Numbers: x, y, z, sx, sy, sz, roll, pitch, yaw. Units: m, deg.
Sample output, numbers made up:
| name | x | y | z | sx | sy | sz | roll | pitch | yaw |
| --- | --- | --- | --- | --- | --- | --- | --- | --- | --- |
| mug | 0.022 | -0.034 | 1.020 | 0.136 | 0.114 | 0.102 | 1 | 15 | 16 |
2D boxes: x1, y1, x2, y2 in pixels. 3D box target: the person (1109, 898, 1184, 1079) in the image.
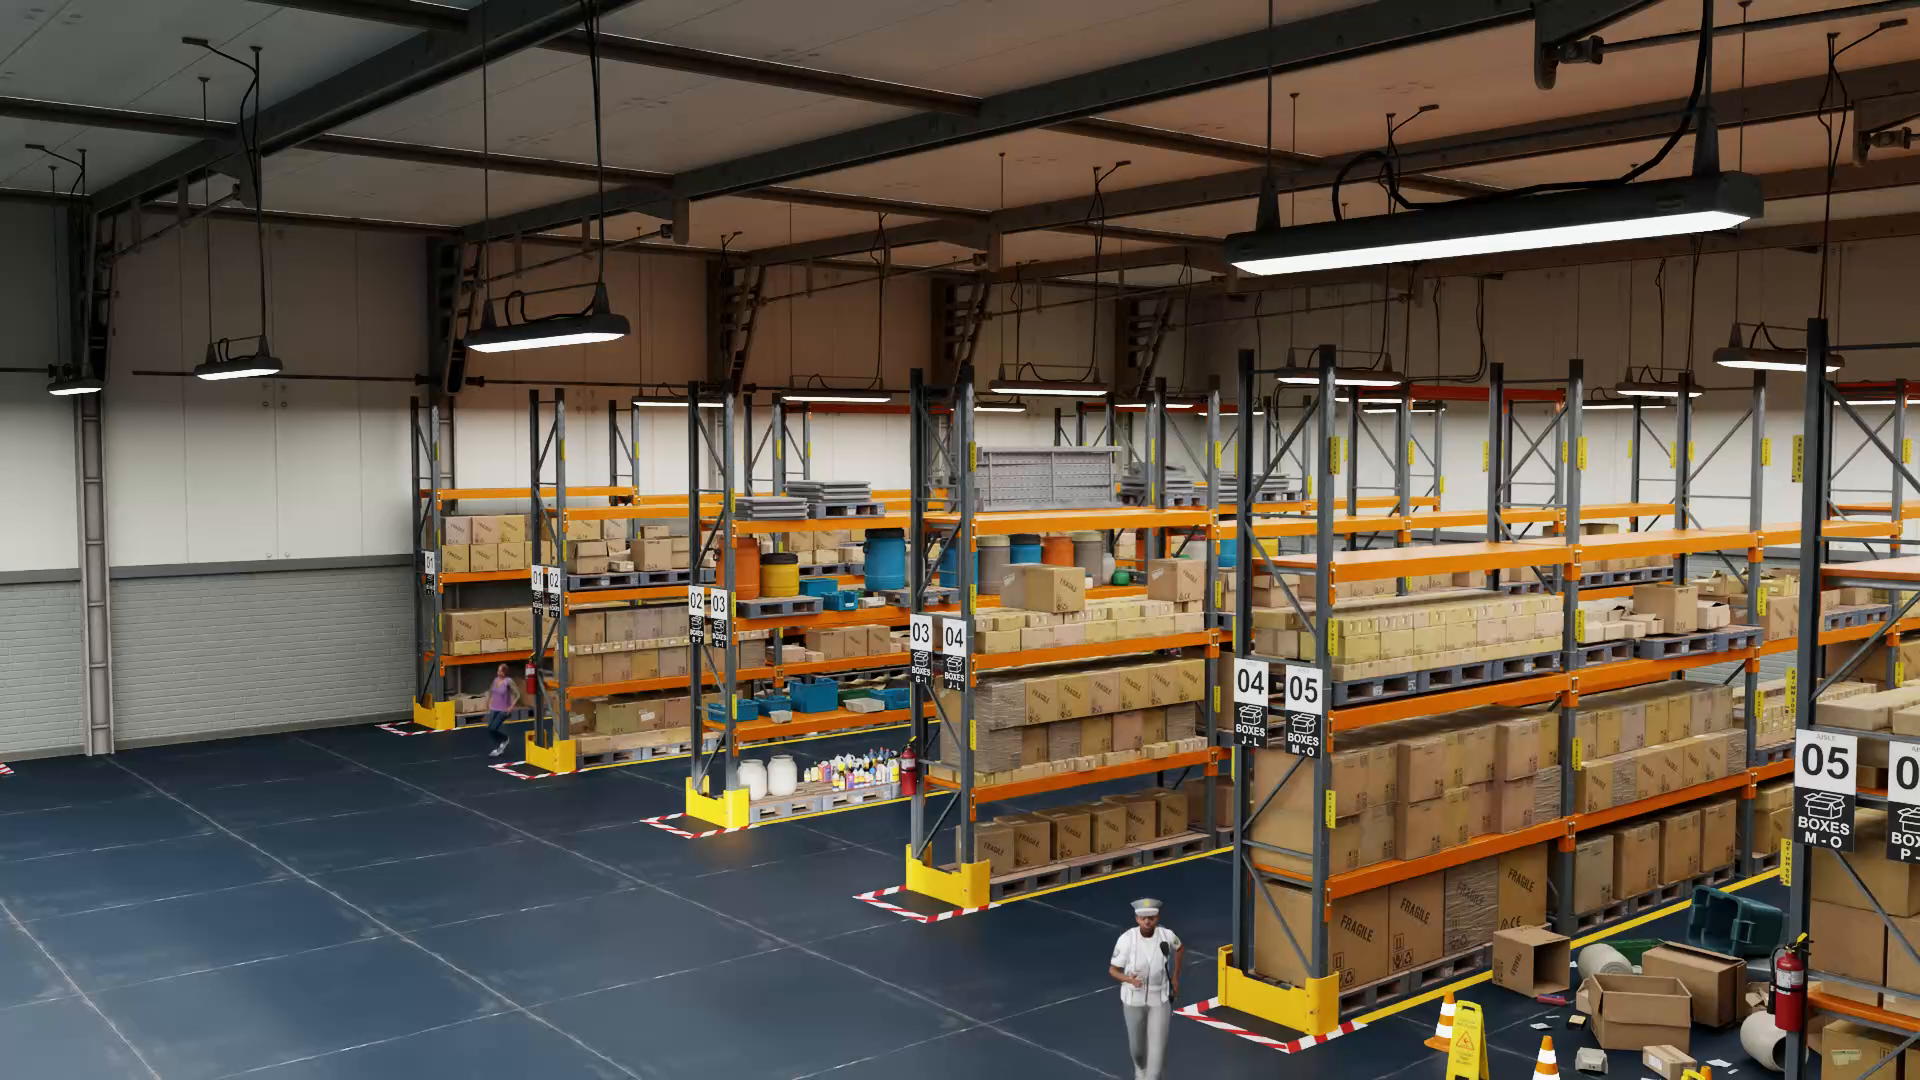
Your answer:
| name | x | y | z | sx | sy | sz | roll | pitch | yaw |
| --- | --- | --- | --- | --- | --- | --- | --- | --- | --- |
| person | 1.437 | 3.576 | 12.803 | 0.580 | 1.745 | 0.910 | 0 | 3 | 5 |

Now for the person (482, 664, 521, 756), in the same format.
| name | x | y | z | sx | sy | sz | roll | pitch | yaw |
| --- | --- | --- | --- | --- | --- | --- | --- | --- | --- |
| person | -7.530 | 2.797 | 27.214 | 0.601 | 1.550 | 0.474 | 2 | 4 | 29 |
